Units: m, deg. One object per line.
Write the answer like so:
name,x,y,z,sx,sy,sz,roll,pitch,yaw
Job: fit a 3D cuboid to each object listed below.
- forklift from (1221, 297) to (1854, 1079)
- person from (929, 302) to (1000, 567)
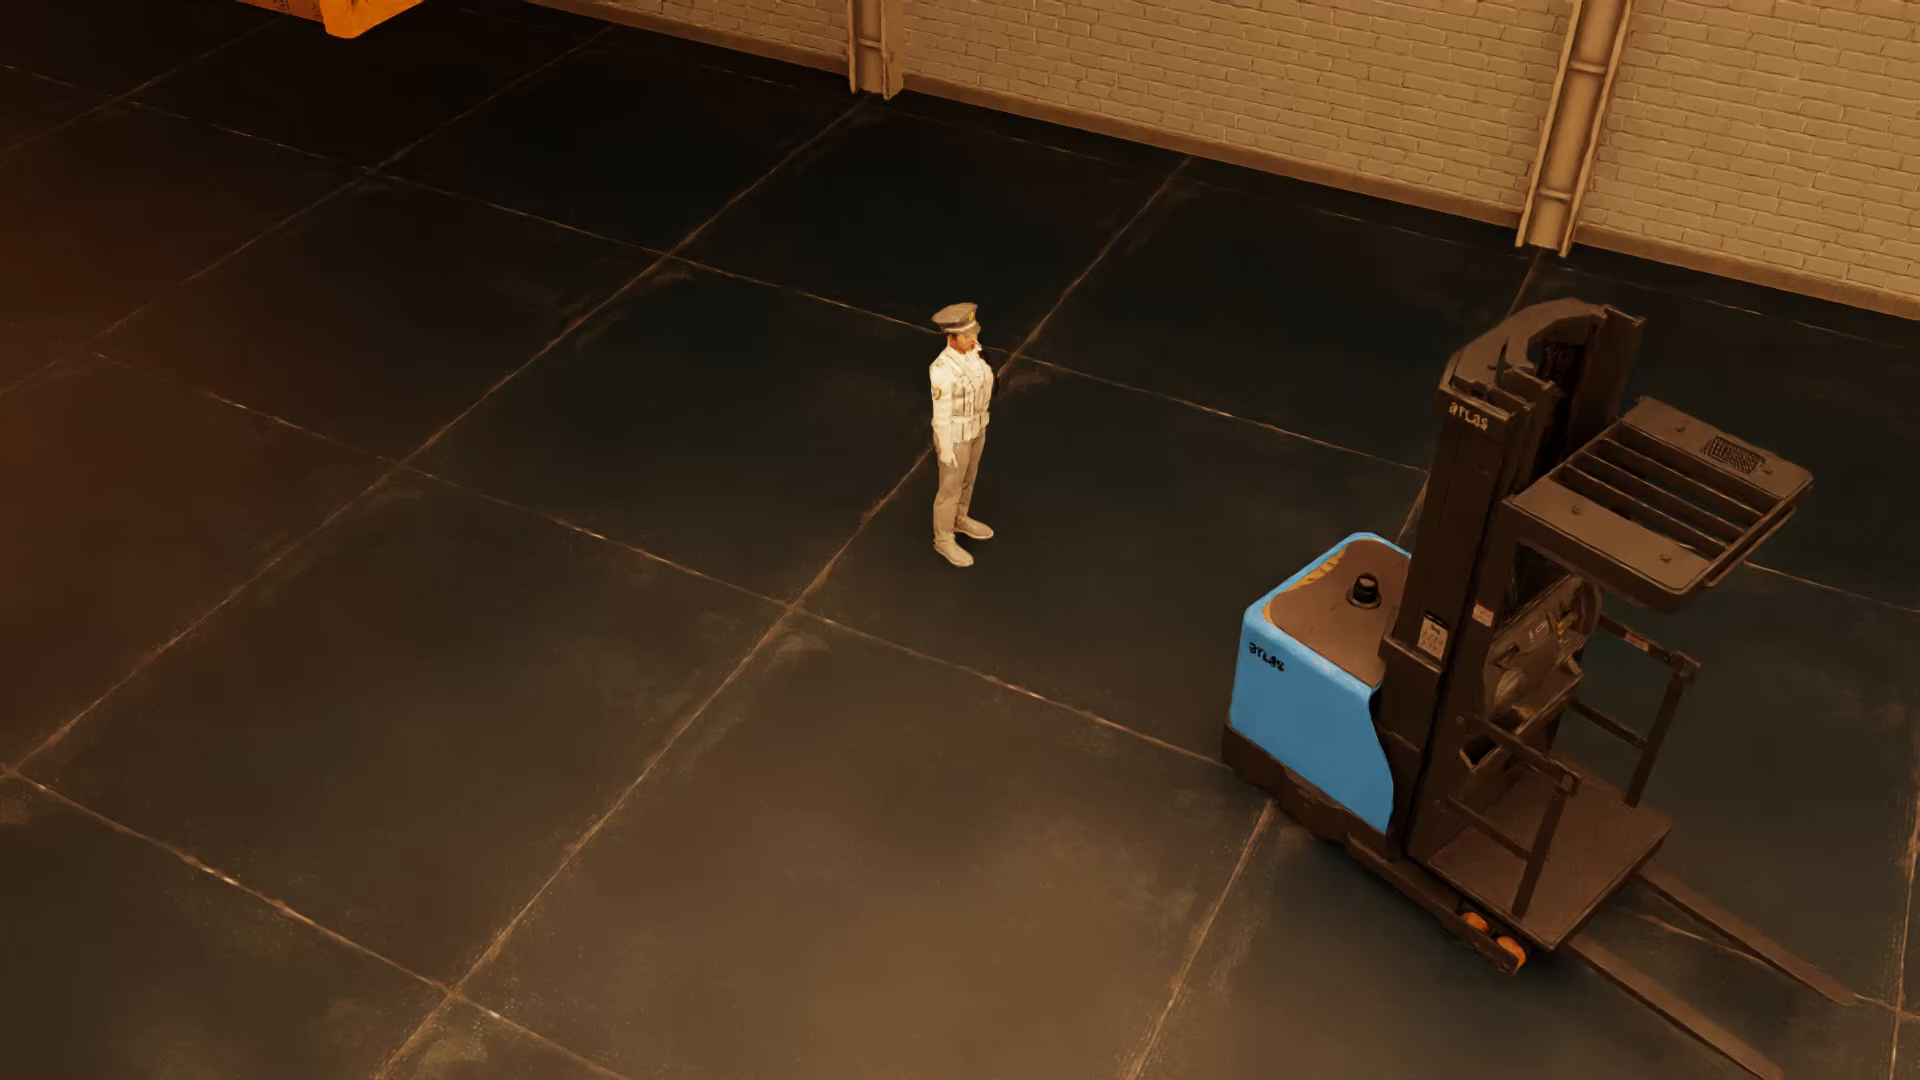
forklift,2.750,0.539,7.347,1.130,2.935,3.031,-31,49,-31
person,0.017,-0.635,9.717,0.329,1.680,0.463,18,43,21
